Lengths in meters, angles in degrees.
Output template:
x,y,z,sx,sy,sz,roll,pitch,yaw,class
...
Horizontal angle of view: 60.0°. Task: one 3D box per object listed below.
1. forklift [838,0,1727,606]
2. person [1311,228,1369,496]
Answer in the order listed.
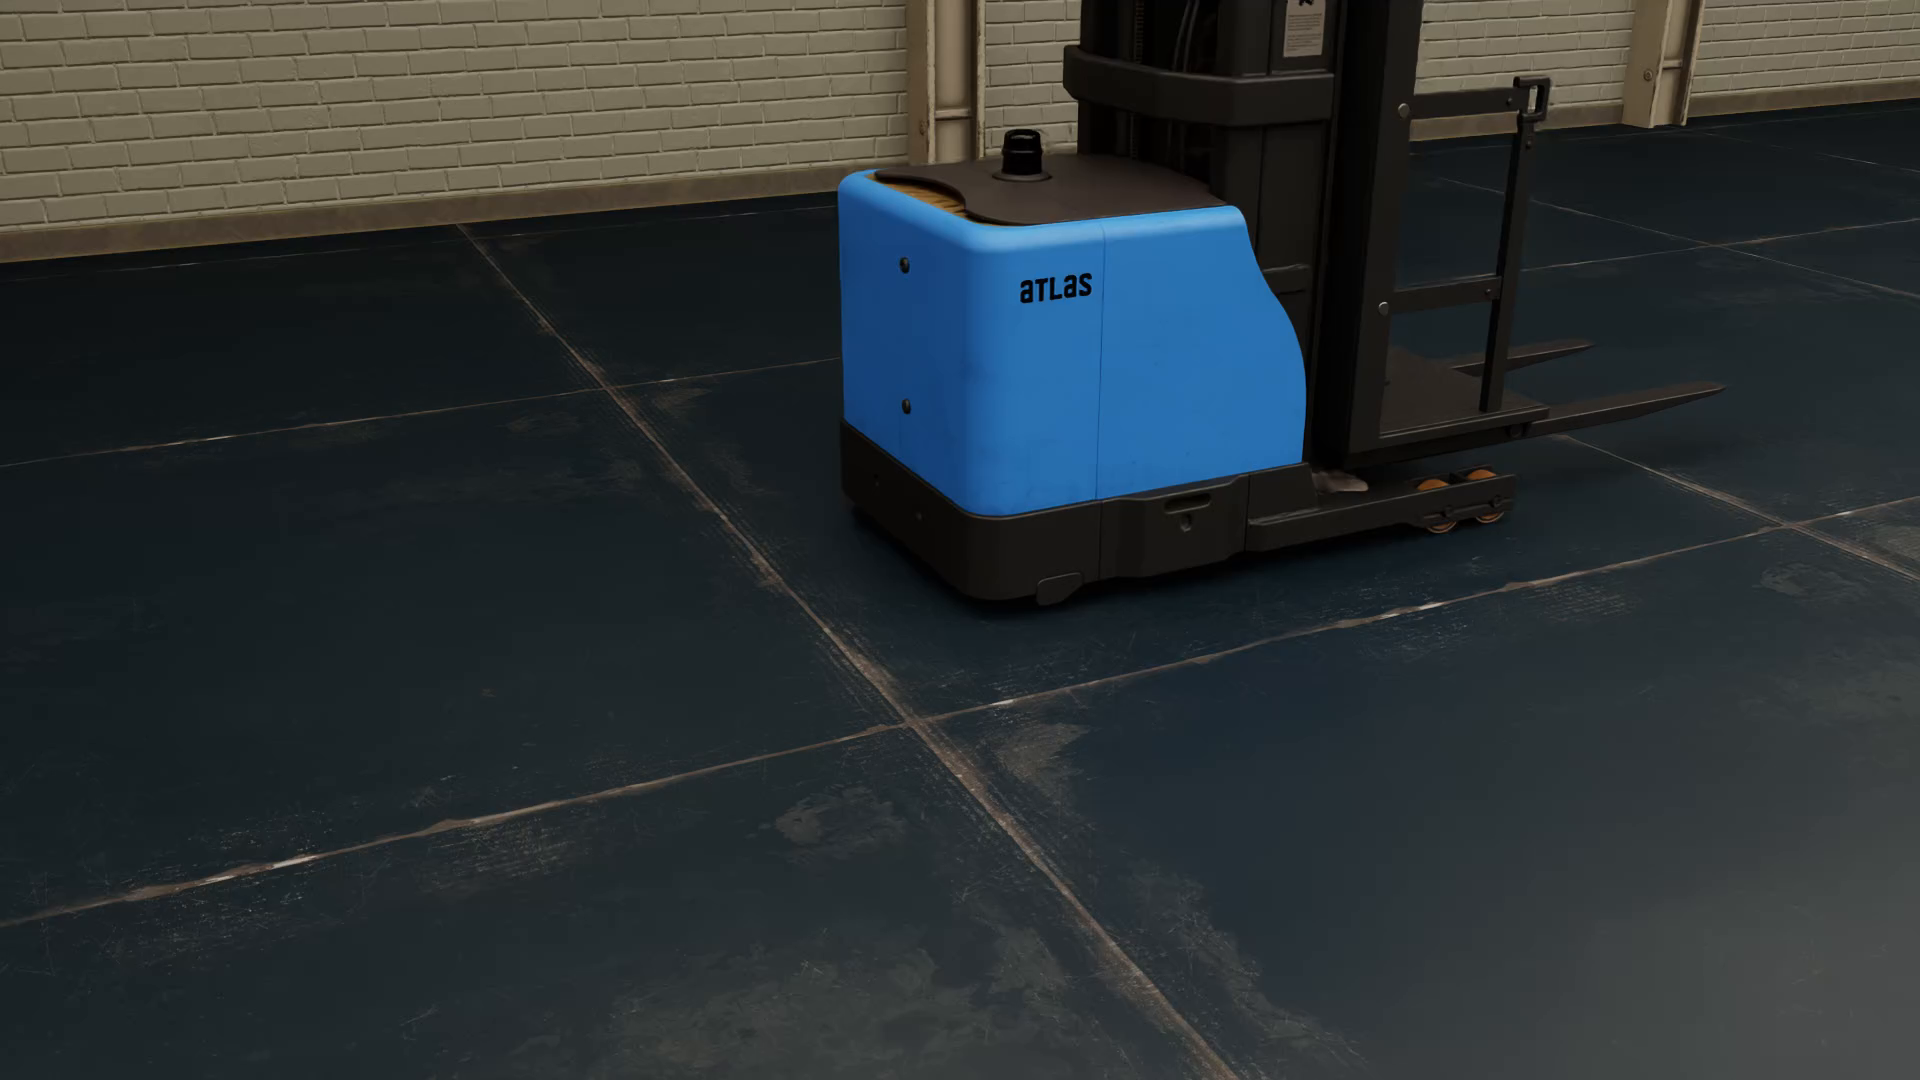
x,y,z,sx,sy,sz,roll,pitch,yaw,class
1.177,-1.544,5.002,3.031,2.935,1.130,-11,25,-24,forklift
1.049,-0.936,5.176,0.621,1.751,0.855,7,24,16,person
